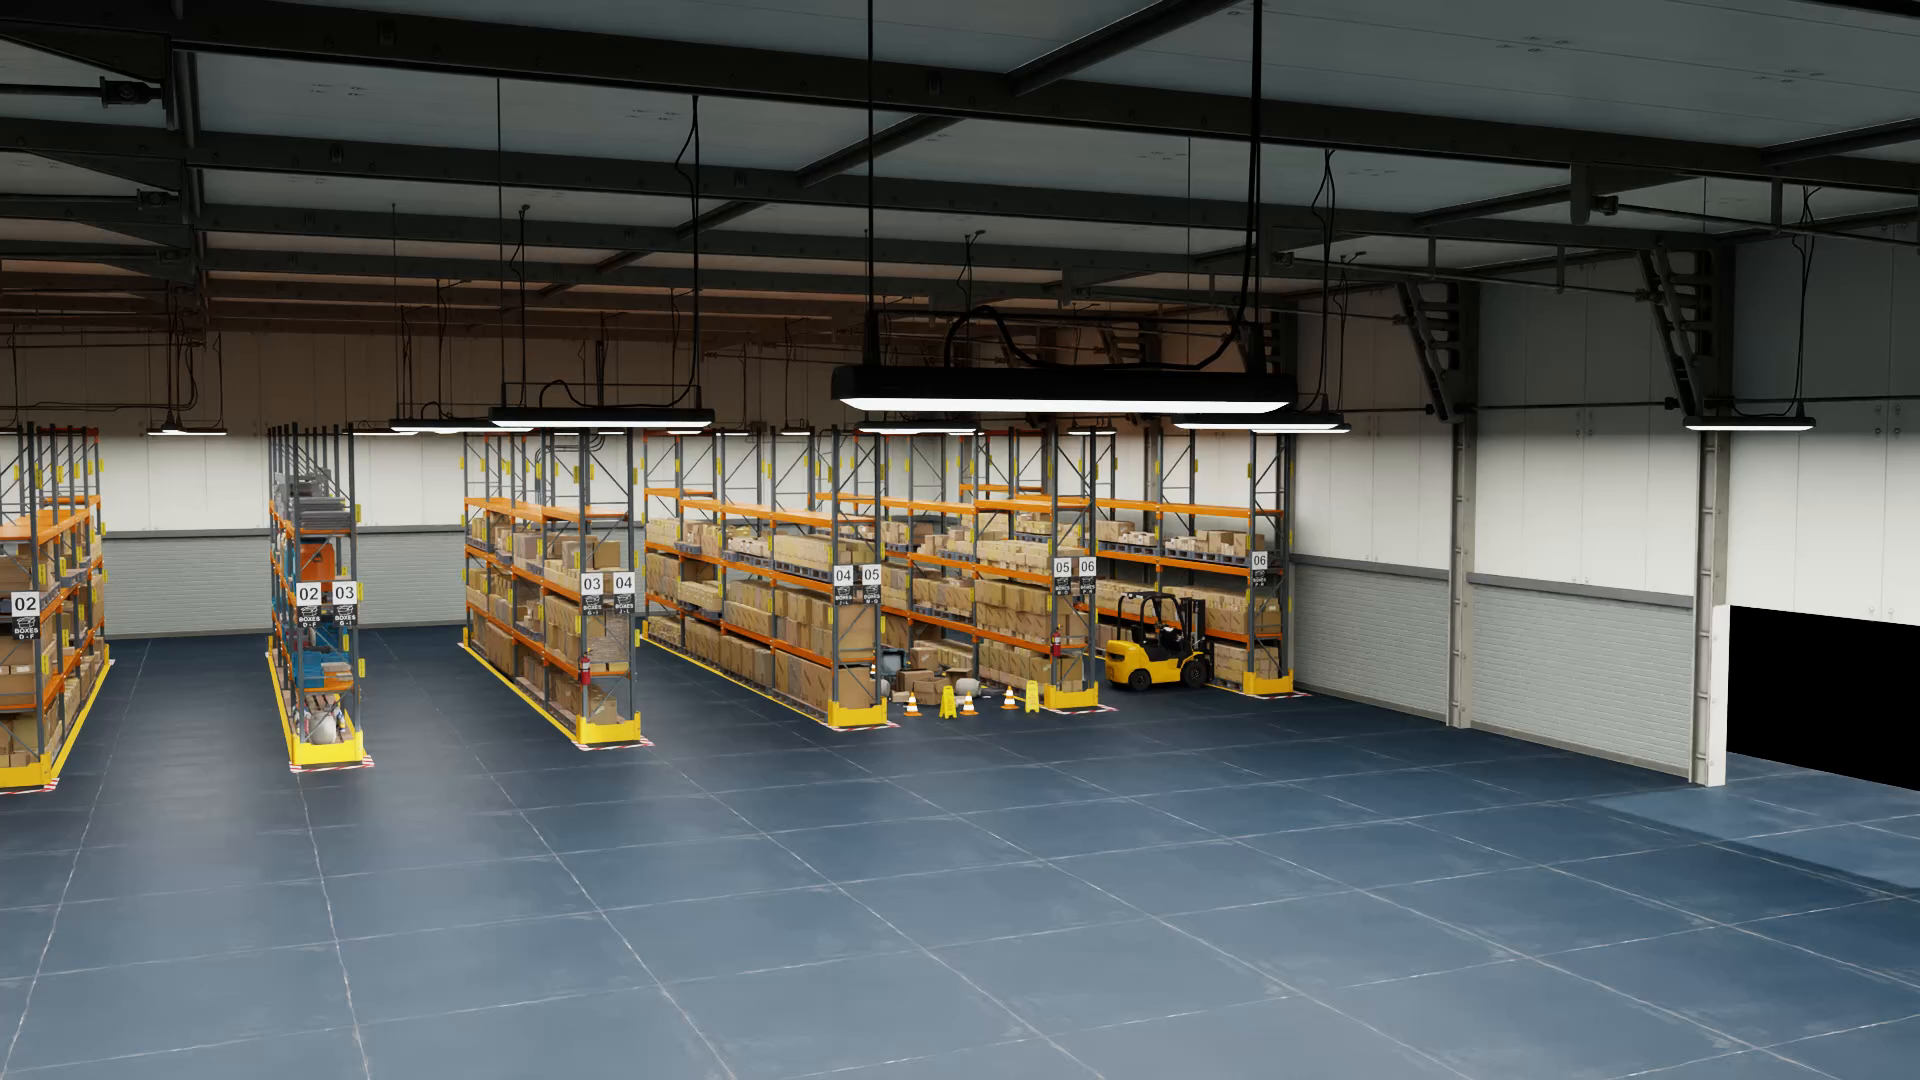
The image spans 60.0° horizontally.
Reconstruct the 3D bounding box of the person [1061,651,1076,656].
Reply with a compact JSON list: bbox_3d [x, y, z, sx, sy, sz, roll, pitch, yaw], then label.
[{"bbox_3d":[2.619,2.507,39.919,0.533,1.570,0.727,-1,4,-23],"label":"person"}]
